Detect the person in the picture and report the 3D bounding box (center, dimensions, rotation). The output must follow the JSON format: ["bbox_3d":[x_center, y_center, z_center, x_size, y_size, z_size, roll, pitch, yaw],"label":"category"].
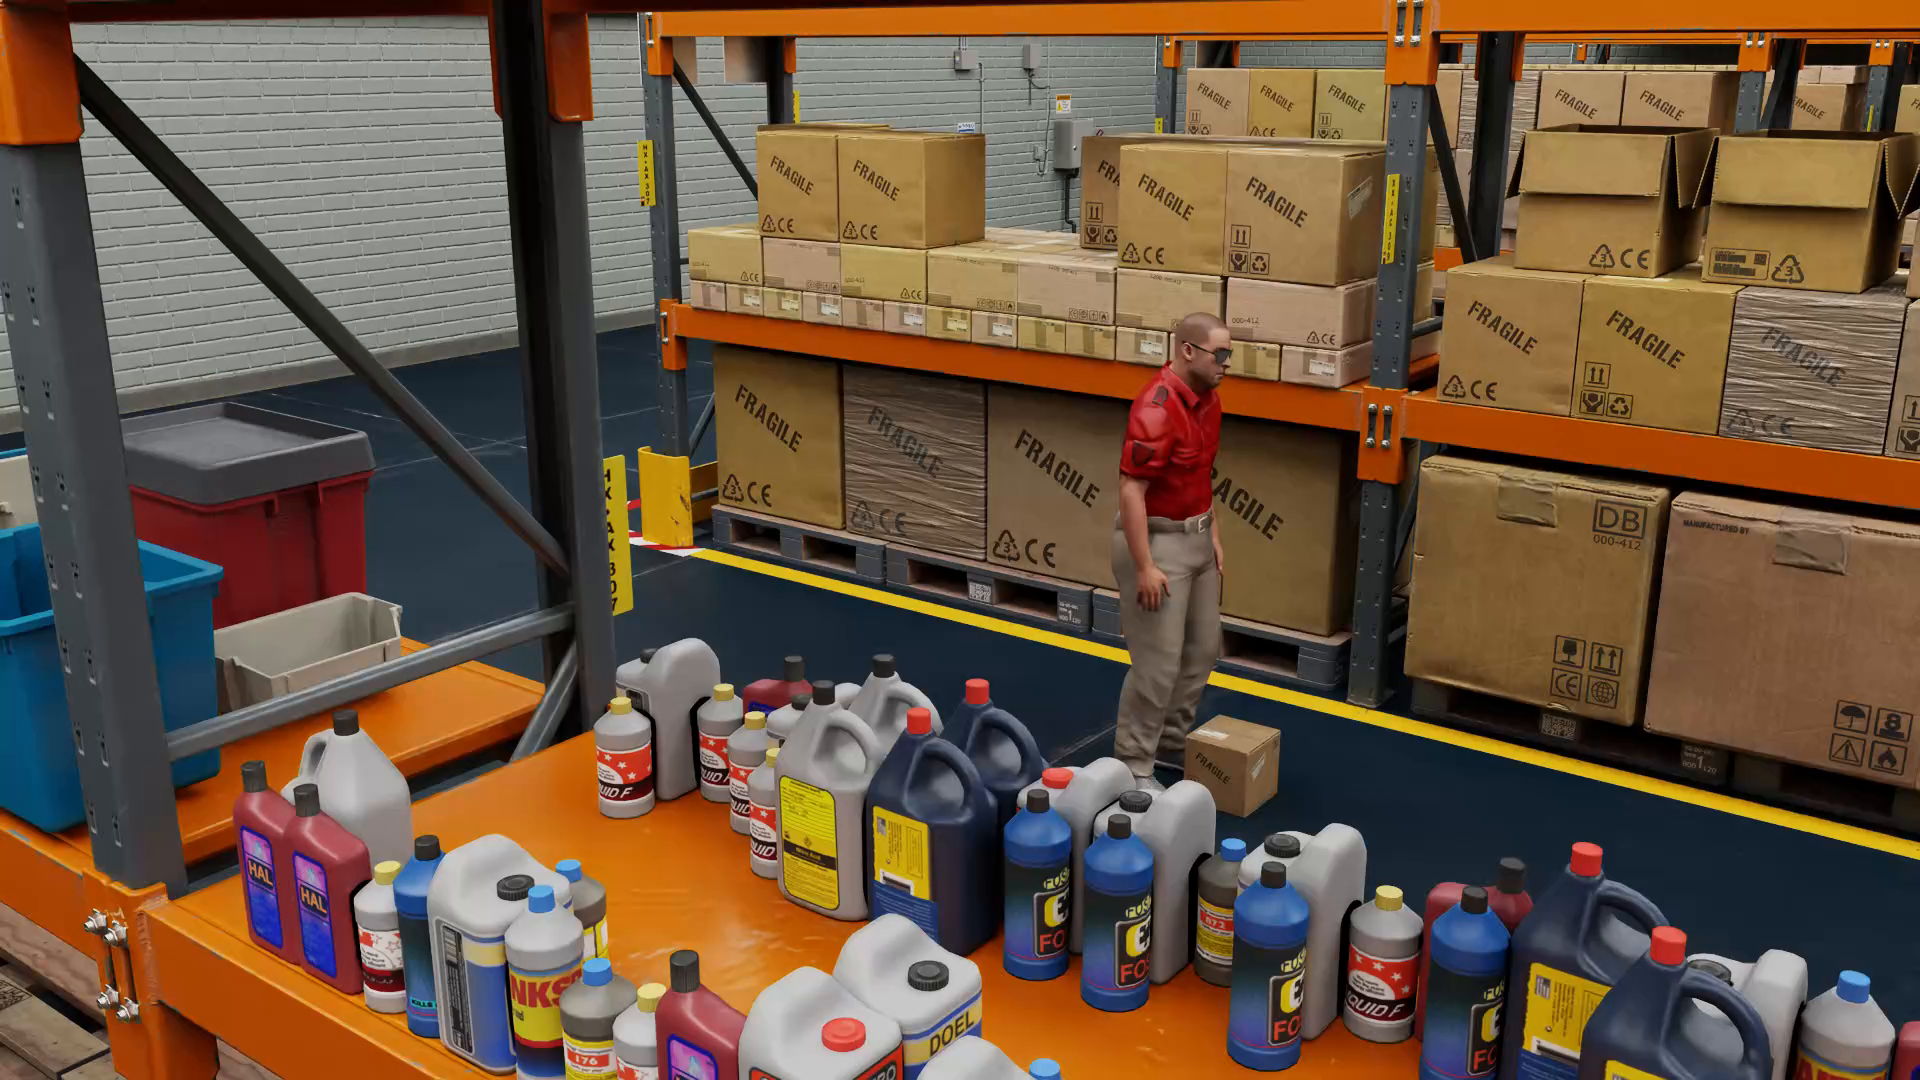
[{"bbox_3d":[0.758,0.056,5.873,0.390,1.726,0.588,11,20,33],"label":"person"}]
